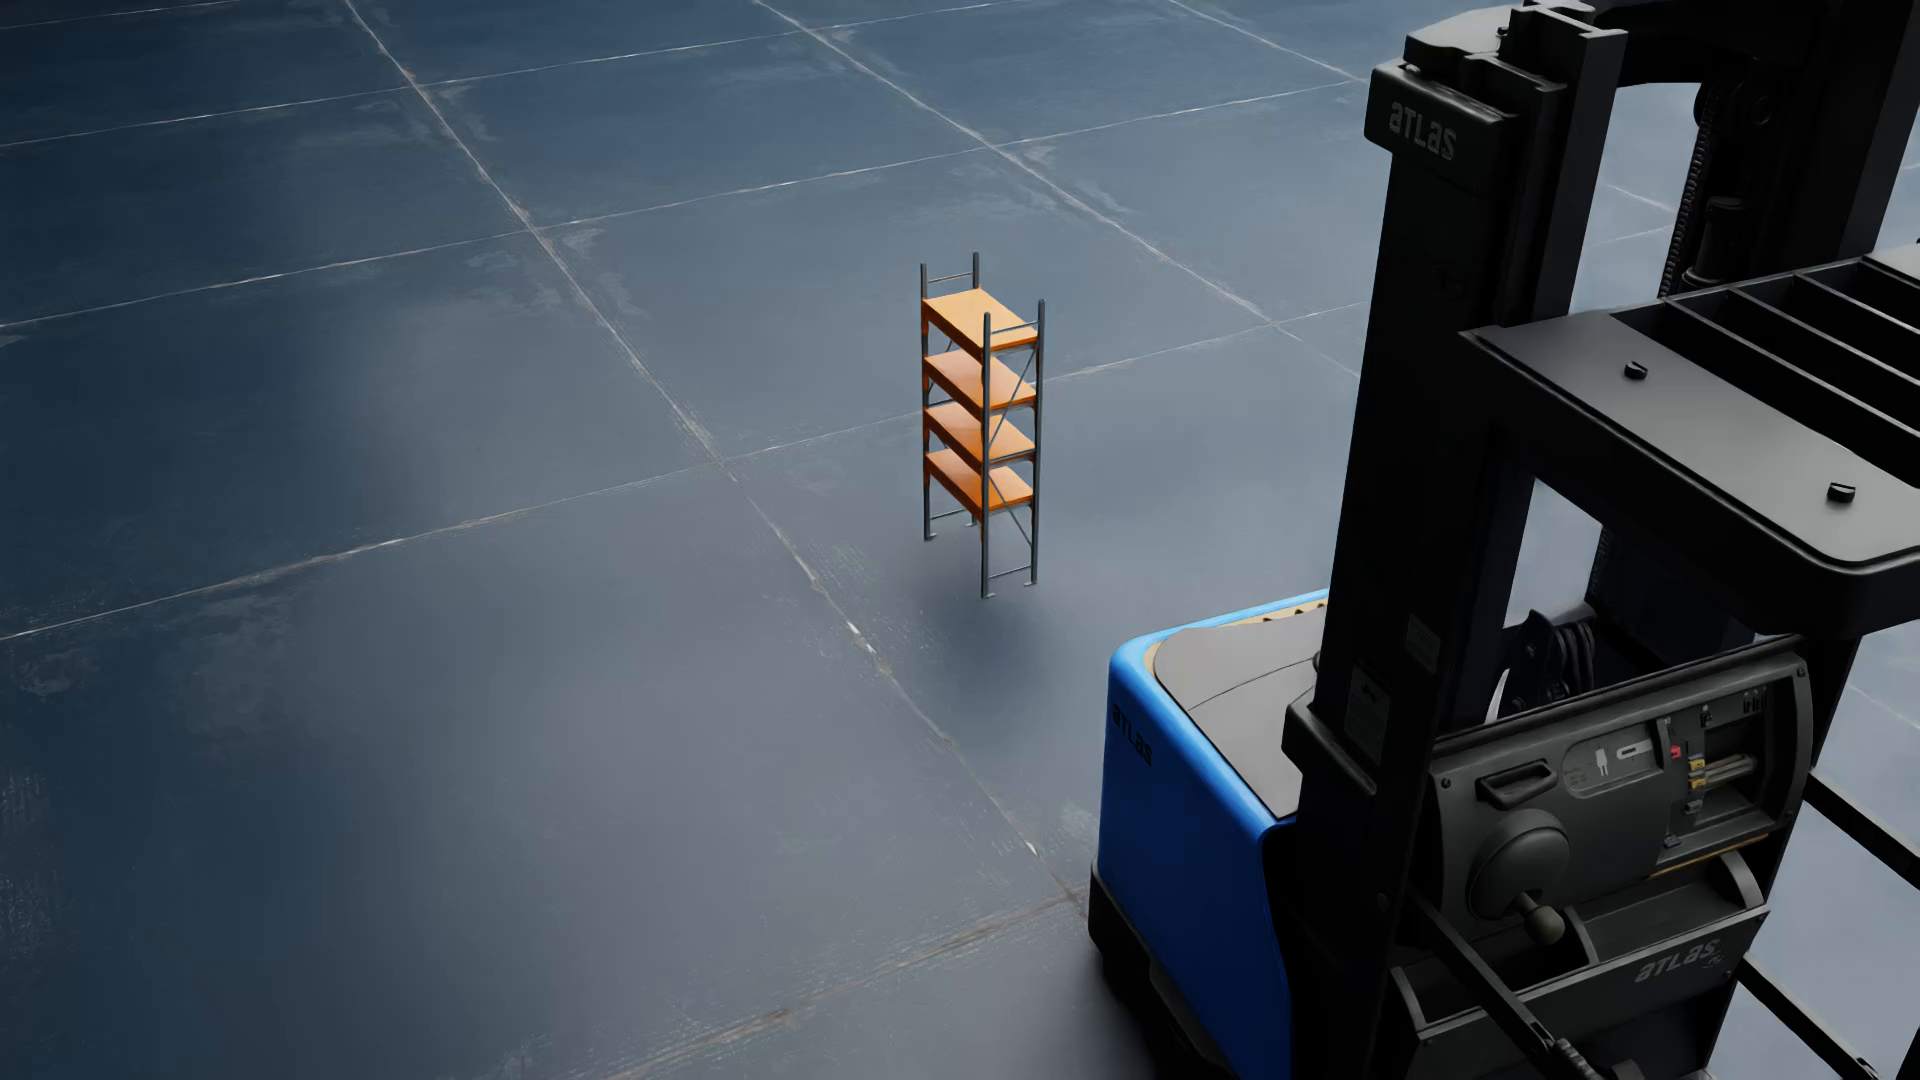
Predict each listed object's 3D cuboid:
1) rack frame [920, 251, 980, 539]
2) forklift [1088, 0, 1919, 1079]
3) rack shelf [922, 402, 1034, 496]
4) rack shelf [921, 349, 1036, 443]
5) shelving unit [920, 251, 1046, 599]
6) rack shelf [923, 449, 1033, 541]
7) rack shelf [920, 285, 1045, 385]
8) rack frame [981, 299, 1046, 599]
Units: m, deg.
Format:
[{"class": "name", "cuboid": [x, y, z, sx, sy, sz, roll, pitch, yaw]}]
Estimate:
[{"class": "rack frame", "cuboid": [-0.037, -0.543, 6.485, 0.240, 1.200, 0.015, -16, 36, -23]}, {"class": "forklift", "cuboid": [1.412, 0.570, 3.143, 1.130, 2.935, 3.031, -13, 35, -19]}, {"class": "rack shelf", "cuboid": [0.077, -0.370, 6.339, 0.258, 0.148, 0.480, -16, 36, -23]}, {"class": "rack shelf", "cuboid": [0.077, -0.558, 6.219, 0.258, 0.148, 0.480, -16, 36, -23]}, {"class": "shelving unit", "cuboid": [0.077, -0.426, 6.303, 0.258, 1.200, 0.503, -16, 36, -23]}, {"class": "rack shelf", "cuboid": [0.077, -0.202, 6.446, 0.258, 0.148, 0.480, -16, 36, -23]}, {"class": "rack shelf", "cuboid": [0.077, -0.757, 6.091, 0.258, 0.148, 0.480, -16, 36, -23]}, {"class": "rack frame", "cuboid": [0.191, -0.310, 6.121, 0.240, 1.200, 0.015, -16, 36, -23]}]
